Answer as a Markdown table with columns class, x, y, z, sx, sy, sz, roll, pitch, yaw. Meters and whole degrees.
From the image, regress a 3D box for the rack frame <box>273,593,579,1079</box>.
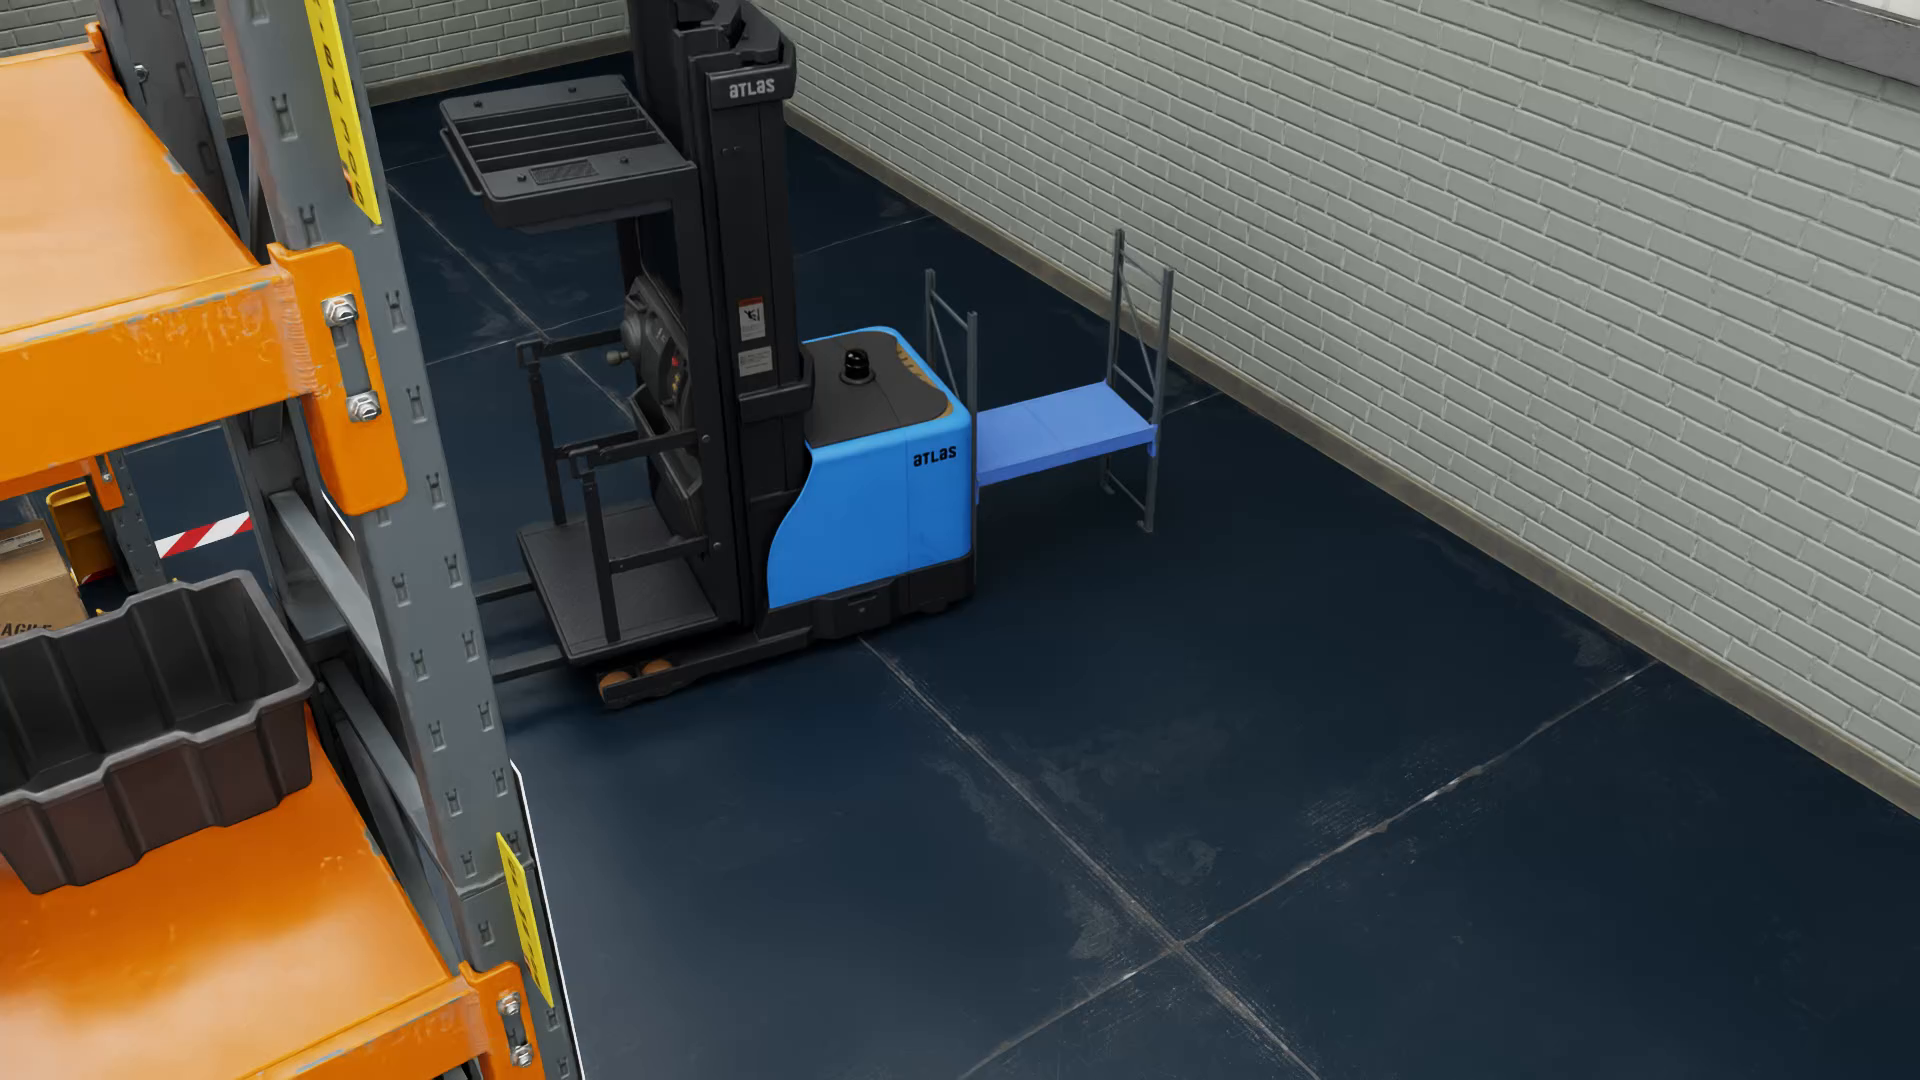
| class | x | y | z | sx | sy | sz | roll | pitch | yaw |
| --- | --- | --- | --- | --- | --- | --- | --- | --- | --- |
| rack frame | -1.026 | 1.530 | 3.867 | 0.127 | 3.000 | 1.000 | -22 | 41 | -28 |

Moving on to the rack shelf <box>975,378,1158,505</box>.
| class | x | y | z | sx | sy | sz | roll | pitch | yaw |
| --- | --- | --- | --- | --- | --- | --- | --- | --- | --- |
| rack shelf | 0.418 | -0.504 | 8.288 | 1.000 | 0.185 | 0.538 | -15 | 39 | -20 |

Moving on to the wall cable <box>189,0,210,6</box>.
| class | x | y | z | sx | sy | sz | roll | pitch | yaw |
| --- | --- | --- | --- | --- | --- | --- | --- | --- | --- |
| wall cable | -6.232 | -4.493 | 11.371 | 1.851 | 1.984 | 0.084 | -22 | 41 | -28 |

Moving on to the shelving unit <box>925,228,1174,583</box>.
| class | x | y | z | sx | sy | sz | roll | pitch | yaw |
| --- | --- | --- | --- | --- | --- | --- | --- | --- | --- |
| shelving unit | 0.418 | -0.650 | 8.183 | 1.048 | 1.500 | 0.538 | -15 | 39 | -20 |

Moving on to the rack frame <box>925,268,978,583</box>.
| class | x | y | z | sx | sy | sz | roll | pitch | yaw |
| --- | --- | --- | --- | --- | --- | --- | --- | --- | --- |
| rack frame | -0.041 | -0.523 | 8.007 | 0.032 | 1.500 | 0.500 | -15 | 39 | -20 |

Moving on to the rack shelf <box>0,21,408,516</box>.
| class | x | y | z | sx | sy | sz | roll | pitch | yaw |
| --- | --- | --- | --- | --- | --- | --- | --- | --- | --- |
| rack shelf | -2.661 | 0.222 | 1.507 | 4.000 | 0.370 | 1.077 | -22 | 41 | -28 |

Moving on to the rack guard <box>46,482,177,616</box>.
| class | x | y | z | sx | sy | sz | roll | pitch | yaw |
| --- | --- | --- | --- | --- | --- | --- | --- | --- | --- |
| rack guard | -3.939 | 0.205 | 7.850 | 0.348 | 0.500 | 1.175 | -22 | 41 | -28 |

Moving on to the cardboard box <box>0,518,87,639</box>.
| class | x | y | z | sx | sy | sz | roll | pitch | yaw |
| --- | --- | --- | --- | --- | --- | --- | --- | --- | --- |
| cardboard box | -4.179 | 0.301 | 7.339 | 0.500 | 0.500 | 0.500 | -22 | 41 | -28 |

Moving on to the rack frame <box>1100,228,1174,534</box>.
| class | x | y | z | sx | sy | sz | roll | pitch | yaw |
| --- | --- | --- | --- | --- | --- | --- | --- | --- | --- |
| rack frame | 0.877 | -0.777 | 8.360 | 0.032 | 1.500 | 0.500 | -15 | 39 | -20 |

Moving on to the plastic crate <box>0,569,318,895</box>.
| class | x | y | z | sx | sy | sz | roll | pitch | yaw |
| --- | --- | --- | --- | --- | --- | --- | --- | --- | --- |
| plastic crate | -1.501 | 0.362 | 3.034 | 0.590 | 0.269 | 0.497 | -22 | 41 | -28 |

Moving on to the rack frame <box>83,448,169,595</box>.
| class | x | y | z | sx | sy | sz | roll | pitch | yaw |
| --- | --- | --- | --- | --- | --- | --- | --- | --- | --- |
| rack frame | -3.877 | -0.835 | 7.156 | 0.127 | 3.000 | 1.000 | -22 | 41 | -28 |

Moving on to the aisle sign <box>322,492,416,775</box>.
| class | x | y | z | sx | sy | sz | roll | pitch | yaw |
| --- | --- | --- | --- | --- | --- | --- | --- | --- | --- |
| aisle sign | -1.139 | 0.309 | 3.339 | 0.004 | 0.787 | 0.394 | -22 | 41 | -28 |

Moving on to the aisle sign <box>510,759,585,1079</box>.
| class | x | y | z | sx | sy | sz | roll | pitch | yaw |
| --- | --- | --- | --- | --- | --- | --- | --- | --- | --- |
| aisle sign | -0.799 | 0.590 | 2.947 | 0.004 | 0.787 | 0.394 | -22 | 41 | -28 |

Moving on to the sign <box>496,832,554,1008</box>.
| class | x | y | z | sx | sy | sz | roll | pitch | yaw |
| --- | --- | --- | --- | --- | --- | --- | --- | --- | --- |
| sign | -0.696 | 0.612 | 2.664 | 0.005 | 0.325 | 0.100 | -22 | 41 | -28 |

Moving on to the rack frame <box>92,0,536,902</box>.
| class | x | y | z | sx | sy | sz | roll | pitch | yaw |
| --- | --- | --- | --- | --- | --- | --- | --- | --- | --- |
| rack frame | -1.026 | -0.905 | 2.115 | 0.127 | 3.000 | 1.000 | -22 | 41 | -28 |

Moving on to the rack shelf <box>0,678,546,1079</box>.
| class | x | y | z | sx | sy | sz | roll | pitch | yaw |
| --- | --- | --- | --- | --- | --- | --- | --- | --- | --- |
| rack shelf | -2.661 | 1.277 | 2.266 | 4.000 | 0.370 | 1.077 | -22 | 41 | -28 |

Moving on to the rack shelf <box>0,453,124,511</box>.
| class | x | y | z | sx | sy | sz | roll | pitch | yaw |
| --- | --- | --- | --- | --- | --- | --- | --- | --- | --- |
| rack shelf | -5.511 | 0.130 | 6.430 | 4.000 | 0.370 | 1.077 | -22 | 41 | -28 |

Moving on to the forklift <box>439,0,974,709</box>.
| class | x | y | z | sx | sy | sz | roll | pitch | yaw |
| --- | --- | --- | --- | --- | --- | --- | --- | --- | --- |
| forklift | -1.493 | -0.783 | 7.142 | 3.031 | 2.935 | 1.130 | -15 | 38 | -20 |

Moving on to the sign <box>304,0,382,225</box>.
| class | x | y | z | sx | sy | sz | roll | pitch | yaw |
| --- | --- | --- | --- | --- | --- | --- | --- | --- | --- |
| sign | -0.696 | -0.517 | 1.852 | 0.005 | 0.325 | 0.100 | -22 | 41 | -28 |

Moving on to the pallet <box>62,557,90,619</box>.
| class | x | y | z | sx | sy | sz | roll | pitch | yaw |
| --- | --- | --- | --- | --- | --- | --- | --- | --- | --- |
| pallet | -4.590 | 0.591 | 7.561 | 1.213 | 0.211 | 1.003 | -22 | 41 | -28 |
